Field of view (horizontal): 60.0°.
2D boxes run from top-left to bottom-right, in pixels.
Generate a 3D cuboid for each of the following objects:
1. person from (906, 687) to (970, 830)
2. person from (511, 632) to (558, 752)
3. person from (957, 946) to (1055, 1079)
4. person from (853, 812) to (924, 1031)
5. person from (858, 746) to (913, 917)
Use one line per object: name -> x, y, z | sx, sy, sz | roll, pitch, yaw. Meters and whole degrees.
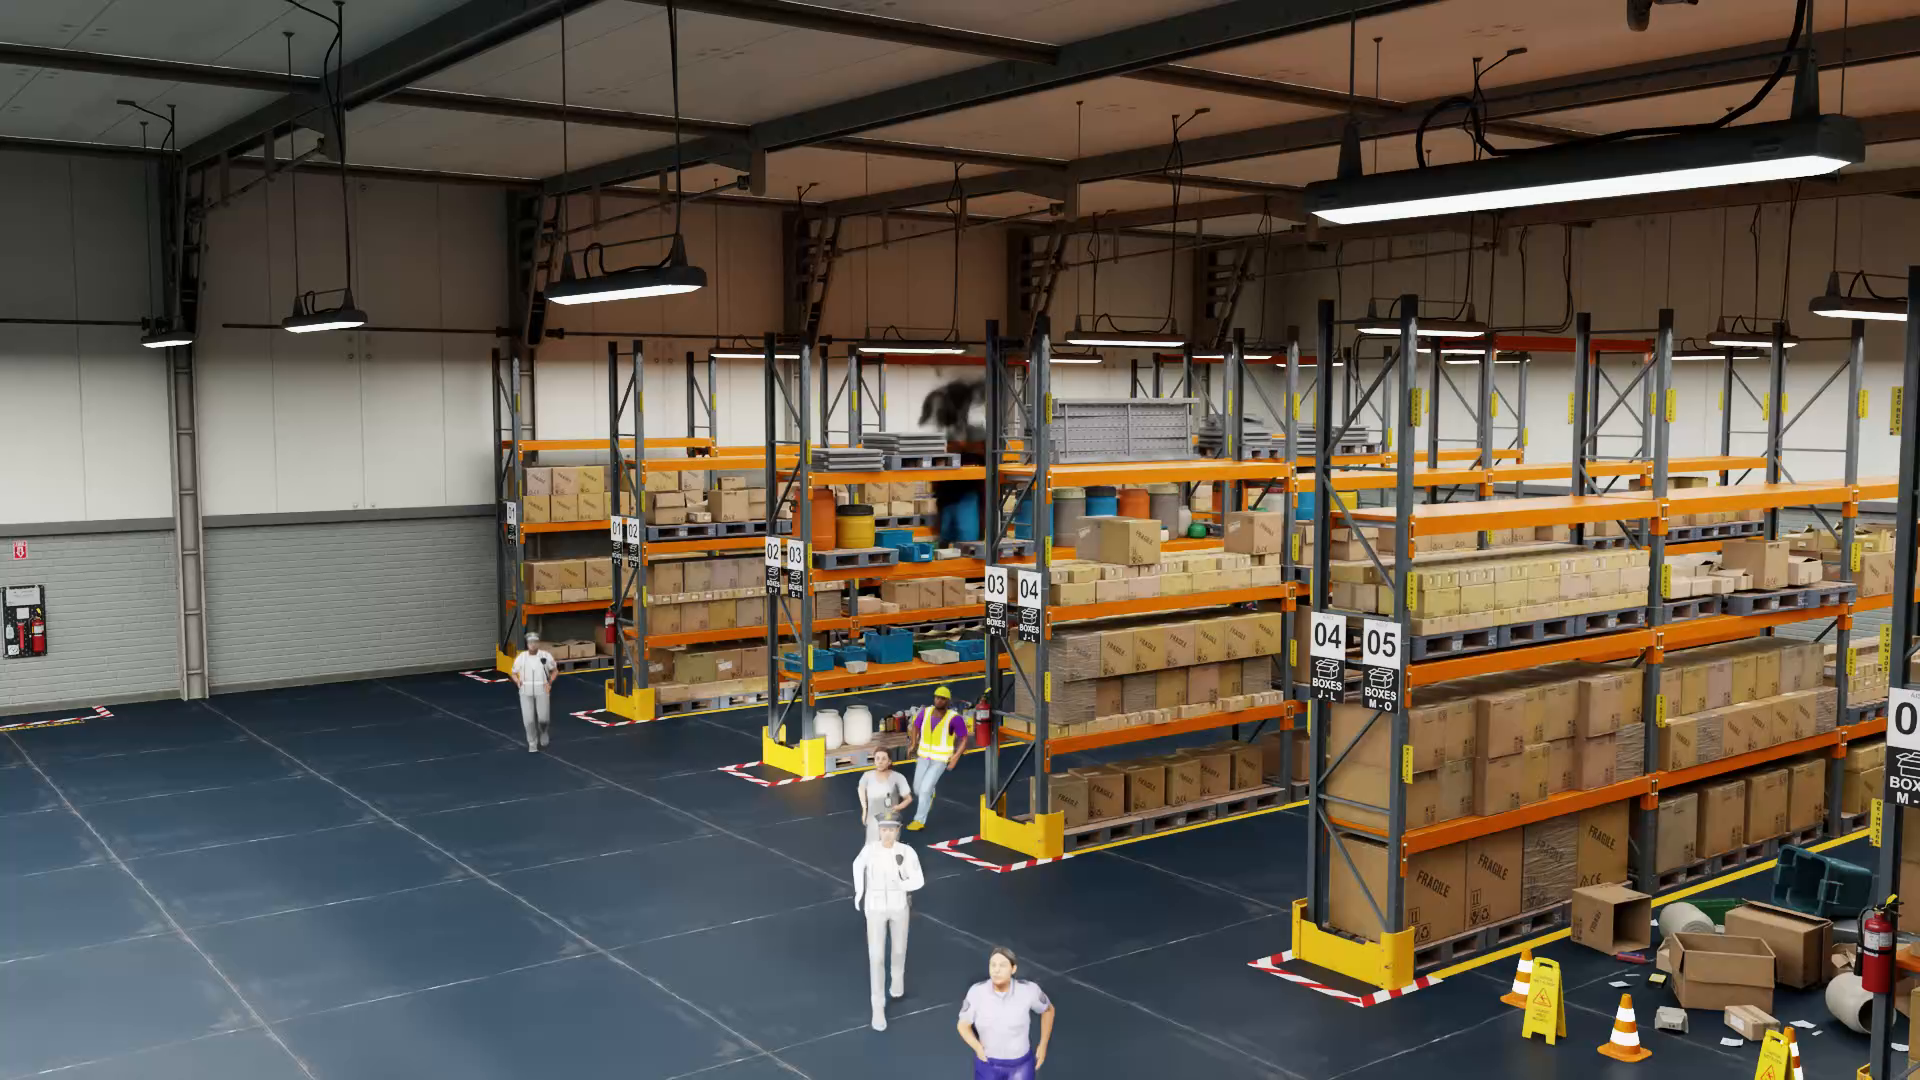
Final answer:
person -> -0.270, 2.582, 19.783 | 0.738, 1.698, 0.688 | 2, 5, 23
person -> -6.140, 2.190, 23.992 | 0.658, 1.733, 0.598 | -1, 5, -12
person -> 0.296, 3.413, 10.747 | 0.615, 1.650, 0.914 | 1, 5, 9
person -> -0.597, 3.088, 13.827 | 0.599, 1.711, 0.876 | 0, 5, -1
person -> -0.749, 2.884, 16.556 | 0.561, 1.698, 0.726 | 0, 5, 2
